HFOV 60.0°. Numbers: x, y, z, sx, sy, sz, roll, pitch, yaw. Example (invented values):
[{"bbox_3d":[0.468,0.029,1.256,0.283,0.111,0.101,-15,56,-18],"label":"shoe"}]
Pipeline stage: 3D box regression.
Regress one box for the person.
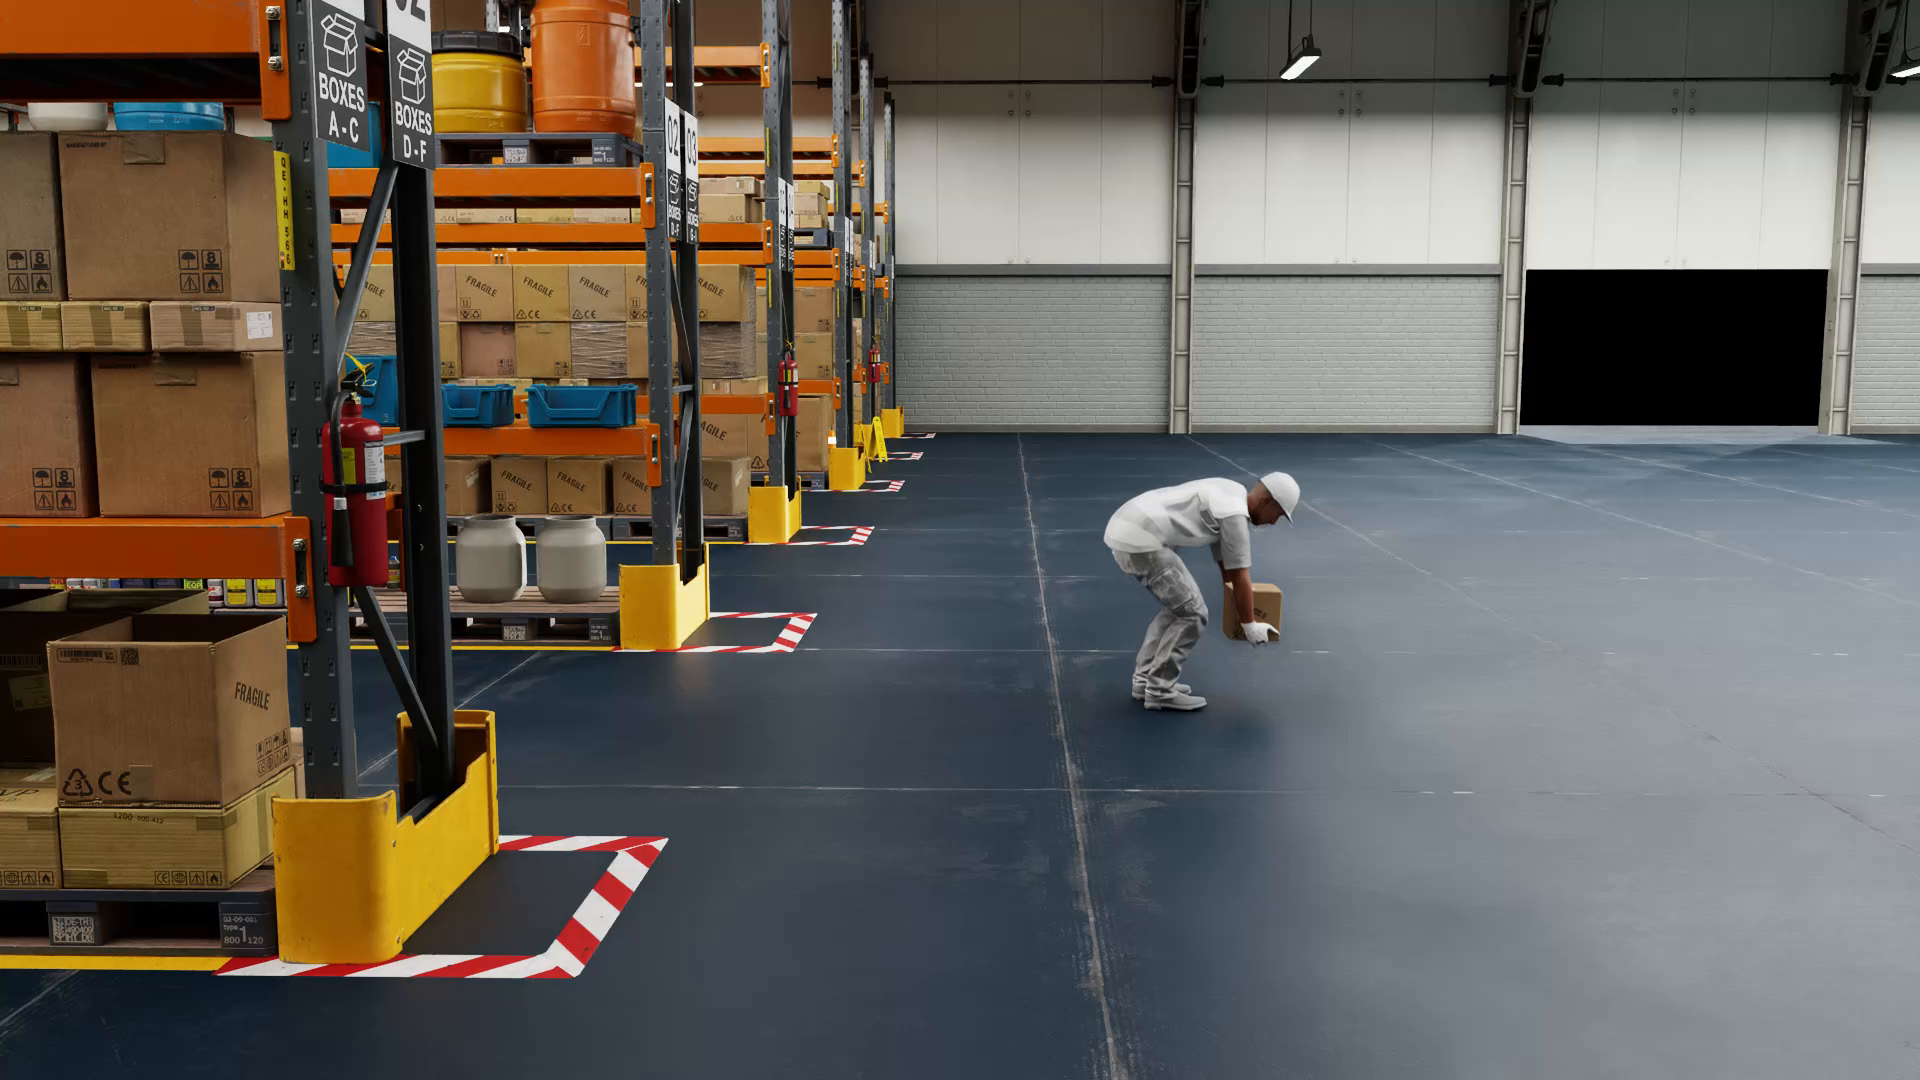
[{"bbox_3d":[1.210,0.244,8.326,0.958,1.169,0.517,0,7,-1],"label":"person"}]
